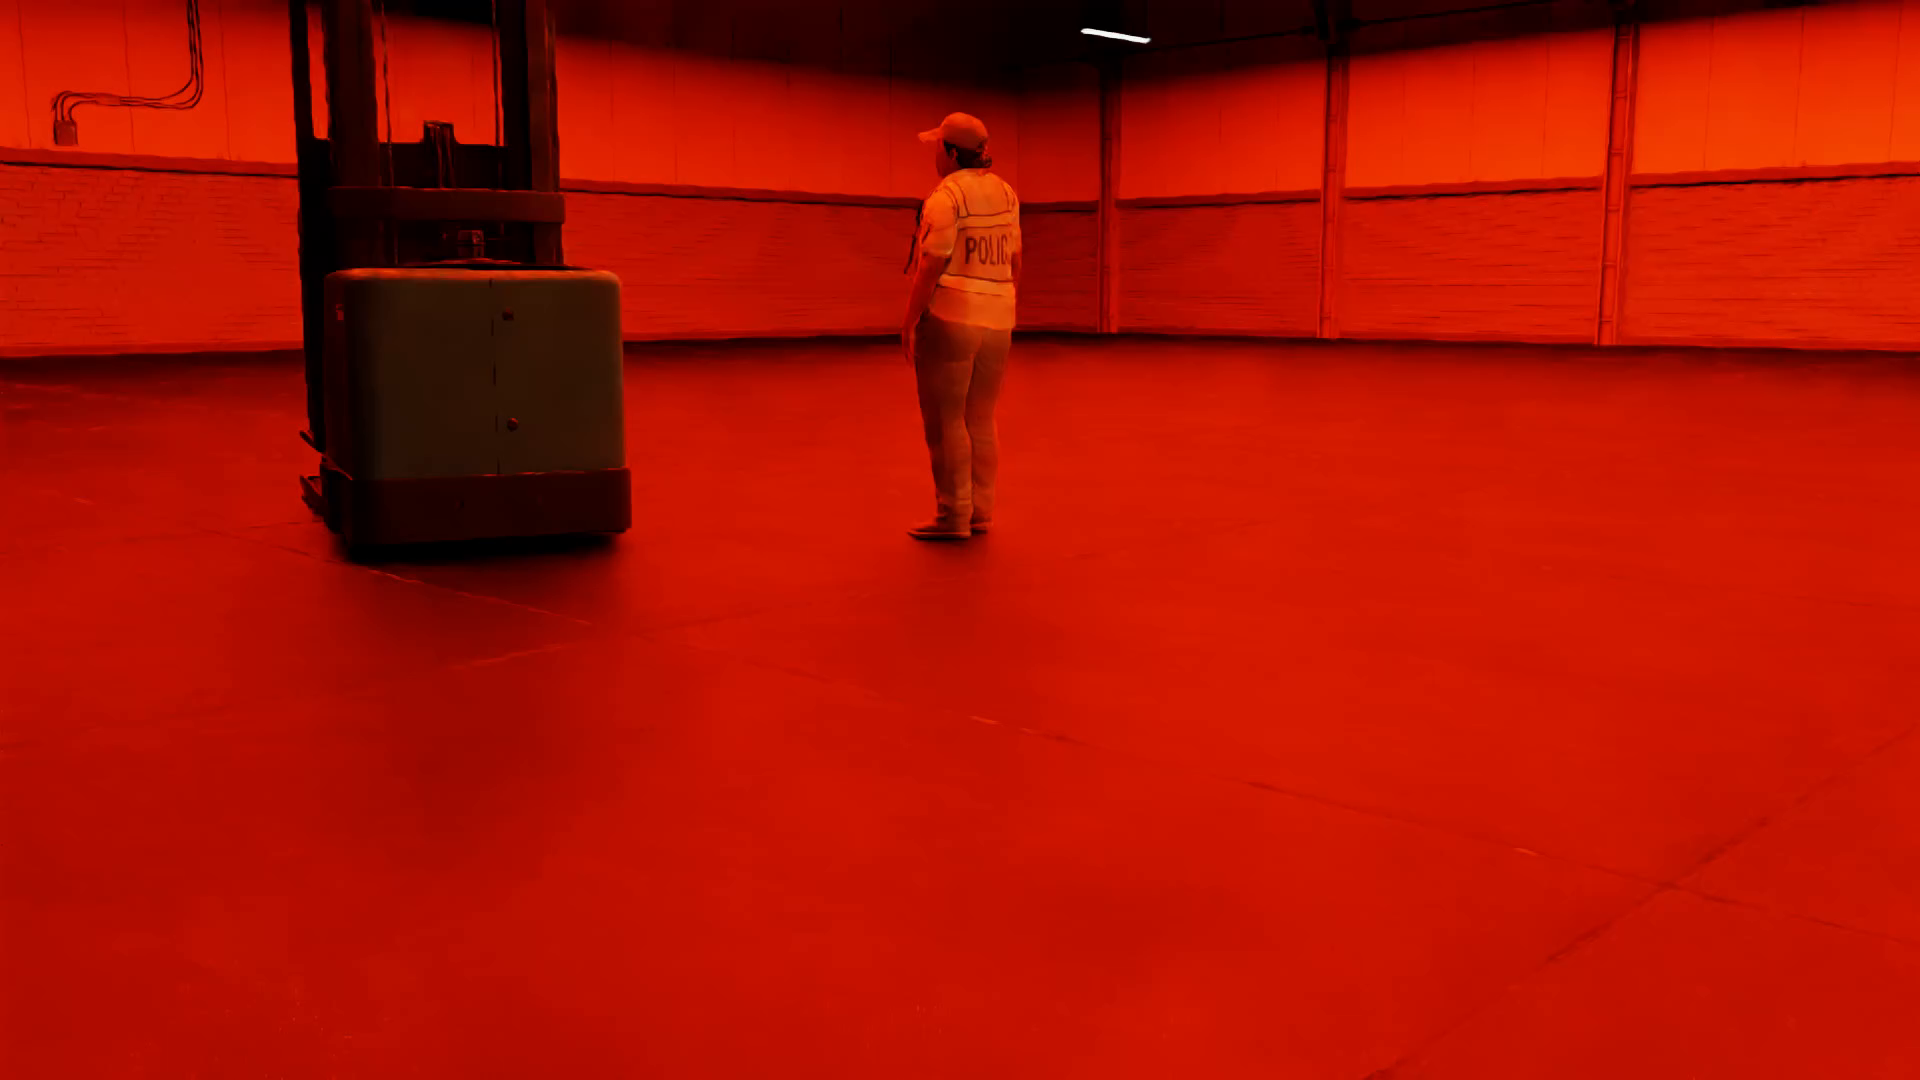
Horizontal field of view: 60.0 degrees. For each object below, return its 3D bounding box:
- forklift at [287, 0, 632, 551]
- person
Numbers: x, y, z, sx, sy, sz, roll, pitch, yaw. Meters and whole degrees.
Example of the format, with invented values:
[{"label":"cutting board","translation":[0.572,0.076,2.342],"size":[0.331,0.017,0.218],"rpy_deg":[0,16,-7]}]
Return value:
[{"label":"forklift","translation":[-2.398,-1.590,7.431],"size":[1.130,2.935,3.031],"rpy_deg":[-4,10,-26]},{"label":"person","translation":[-0.039,-0.842,6.661],"size":[0.529,1.669,0.598],"rpy_deg":[8,12,43]}]
